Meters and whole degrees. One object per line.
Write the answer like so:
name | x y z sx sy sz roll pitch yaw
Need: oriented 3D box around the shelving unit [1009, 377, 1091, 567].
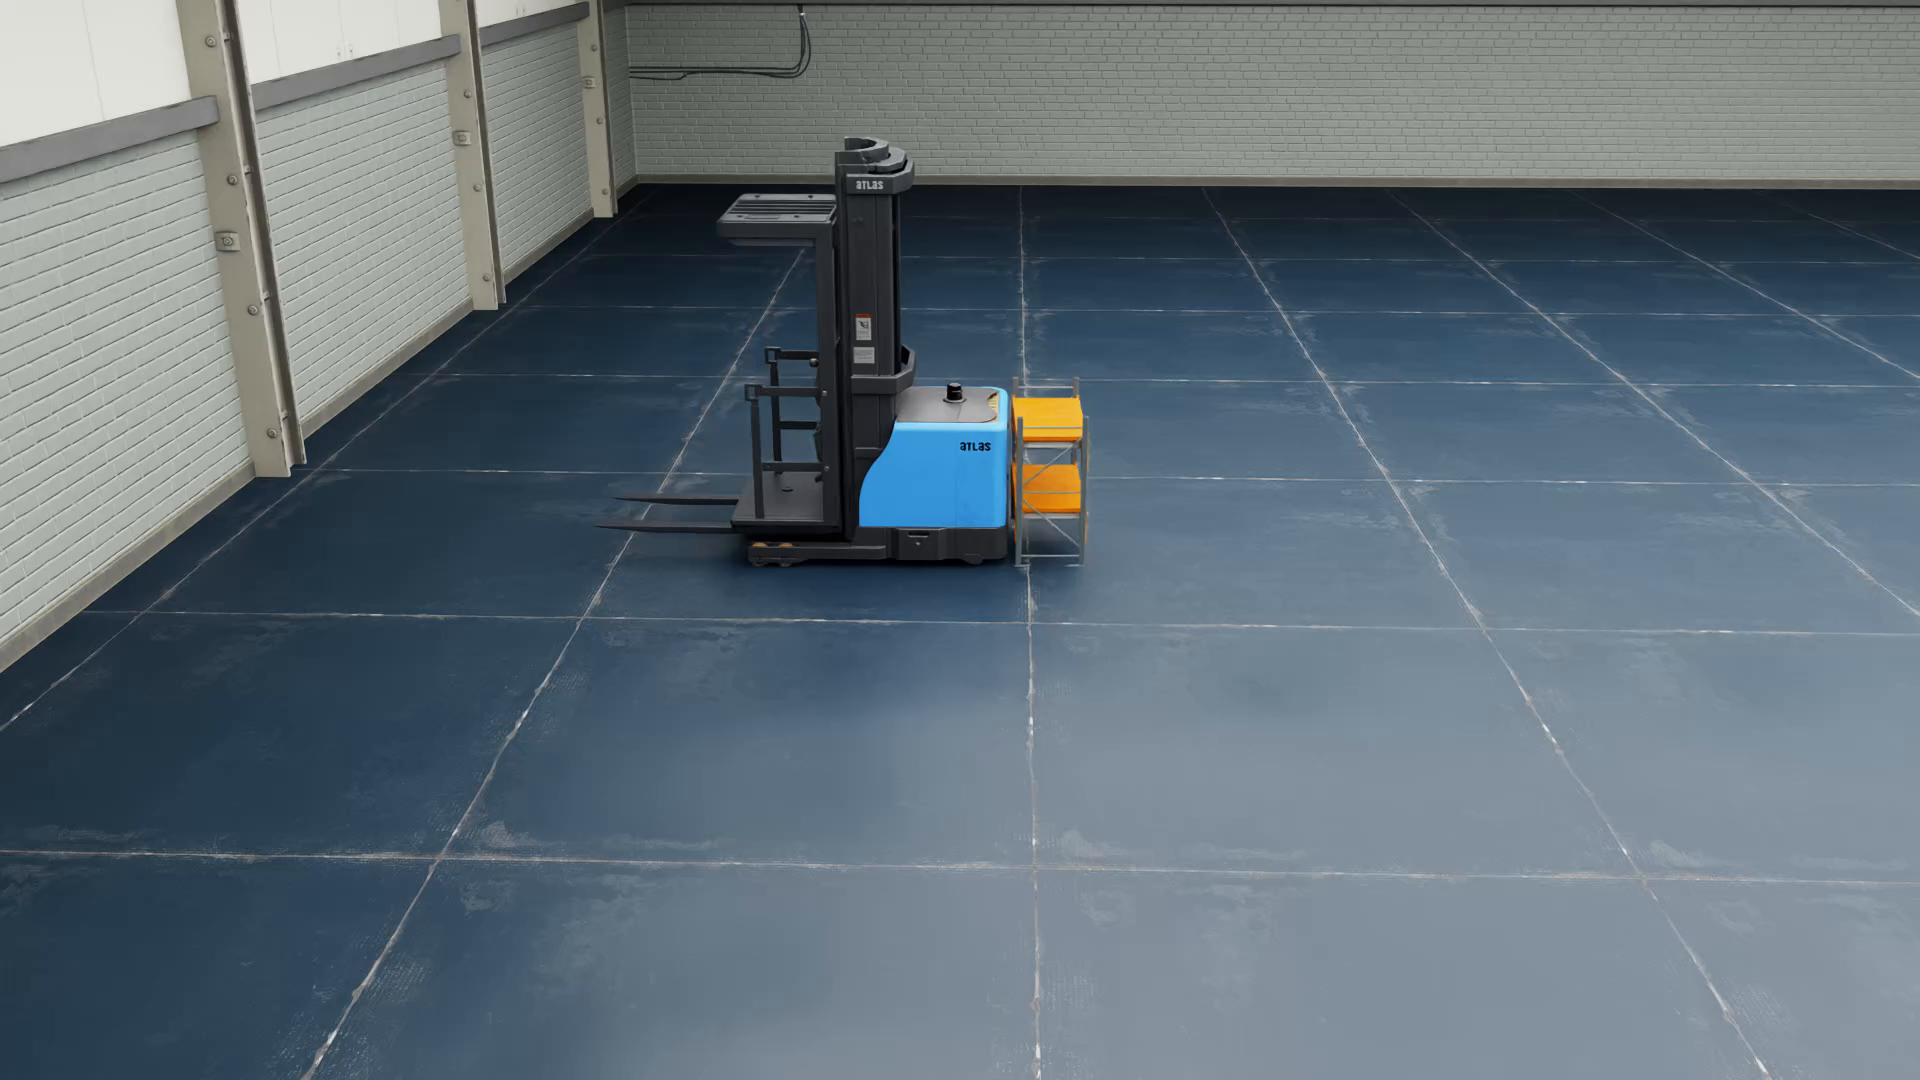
shelving unit | 0.651 -0.520 12.313 0.538 1.125 1.048 0 21 0

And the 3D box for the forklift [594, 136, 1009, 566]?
forklift | -1.156 -1.366 11.997 3.031 2.935 1.130 1 21 2

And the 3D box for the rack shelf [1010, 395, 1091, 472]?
rack shelf | 0.651 -0.792 12.207 0.538 0.278 1.000 0 21 0

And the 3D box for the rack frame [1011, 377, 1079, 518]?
rack frame | 0.649 -0.703 12.787 0.500 1.125 0.032 0 21 0

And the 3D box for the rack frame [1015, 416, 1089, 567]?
rack frame | 0.652 -0.336 11.839 0.500 1.125 0.032 0 21 0

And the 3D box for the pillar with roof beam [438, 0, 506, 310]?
pillar with roof beam | -1.271 -6.916 17.914 9.100 9.000 0.400 1 21 2

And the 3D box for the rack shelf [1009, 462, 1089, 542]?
rack shelf | 0.651 -0.292 12.401 0.538 0.278 1.000 0 21 0

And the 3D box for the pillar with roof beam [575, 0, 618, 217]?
pillar with roof beam | -1.089 -9.086 23.505 9.100 9.000 0.400 1 21 2

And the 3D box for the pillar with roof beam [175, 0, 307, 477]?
pillar with roof beam | -1.454 -4.747 12.323 9.100 9.000 0.400 1 21 2

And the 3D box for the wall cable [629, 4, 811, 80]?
wall cable | -3.980 -8.736 26.896 3.097 2.526 0.112 1 21 2
